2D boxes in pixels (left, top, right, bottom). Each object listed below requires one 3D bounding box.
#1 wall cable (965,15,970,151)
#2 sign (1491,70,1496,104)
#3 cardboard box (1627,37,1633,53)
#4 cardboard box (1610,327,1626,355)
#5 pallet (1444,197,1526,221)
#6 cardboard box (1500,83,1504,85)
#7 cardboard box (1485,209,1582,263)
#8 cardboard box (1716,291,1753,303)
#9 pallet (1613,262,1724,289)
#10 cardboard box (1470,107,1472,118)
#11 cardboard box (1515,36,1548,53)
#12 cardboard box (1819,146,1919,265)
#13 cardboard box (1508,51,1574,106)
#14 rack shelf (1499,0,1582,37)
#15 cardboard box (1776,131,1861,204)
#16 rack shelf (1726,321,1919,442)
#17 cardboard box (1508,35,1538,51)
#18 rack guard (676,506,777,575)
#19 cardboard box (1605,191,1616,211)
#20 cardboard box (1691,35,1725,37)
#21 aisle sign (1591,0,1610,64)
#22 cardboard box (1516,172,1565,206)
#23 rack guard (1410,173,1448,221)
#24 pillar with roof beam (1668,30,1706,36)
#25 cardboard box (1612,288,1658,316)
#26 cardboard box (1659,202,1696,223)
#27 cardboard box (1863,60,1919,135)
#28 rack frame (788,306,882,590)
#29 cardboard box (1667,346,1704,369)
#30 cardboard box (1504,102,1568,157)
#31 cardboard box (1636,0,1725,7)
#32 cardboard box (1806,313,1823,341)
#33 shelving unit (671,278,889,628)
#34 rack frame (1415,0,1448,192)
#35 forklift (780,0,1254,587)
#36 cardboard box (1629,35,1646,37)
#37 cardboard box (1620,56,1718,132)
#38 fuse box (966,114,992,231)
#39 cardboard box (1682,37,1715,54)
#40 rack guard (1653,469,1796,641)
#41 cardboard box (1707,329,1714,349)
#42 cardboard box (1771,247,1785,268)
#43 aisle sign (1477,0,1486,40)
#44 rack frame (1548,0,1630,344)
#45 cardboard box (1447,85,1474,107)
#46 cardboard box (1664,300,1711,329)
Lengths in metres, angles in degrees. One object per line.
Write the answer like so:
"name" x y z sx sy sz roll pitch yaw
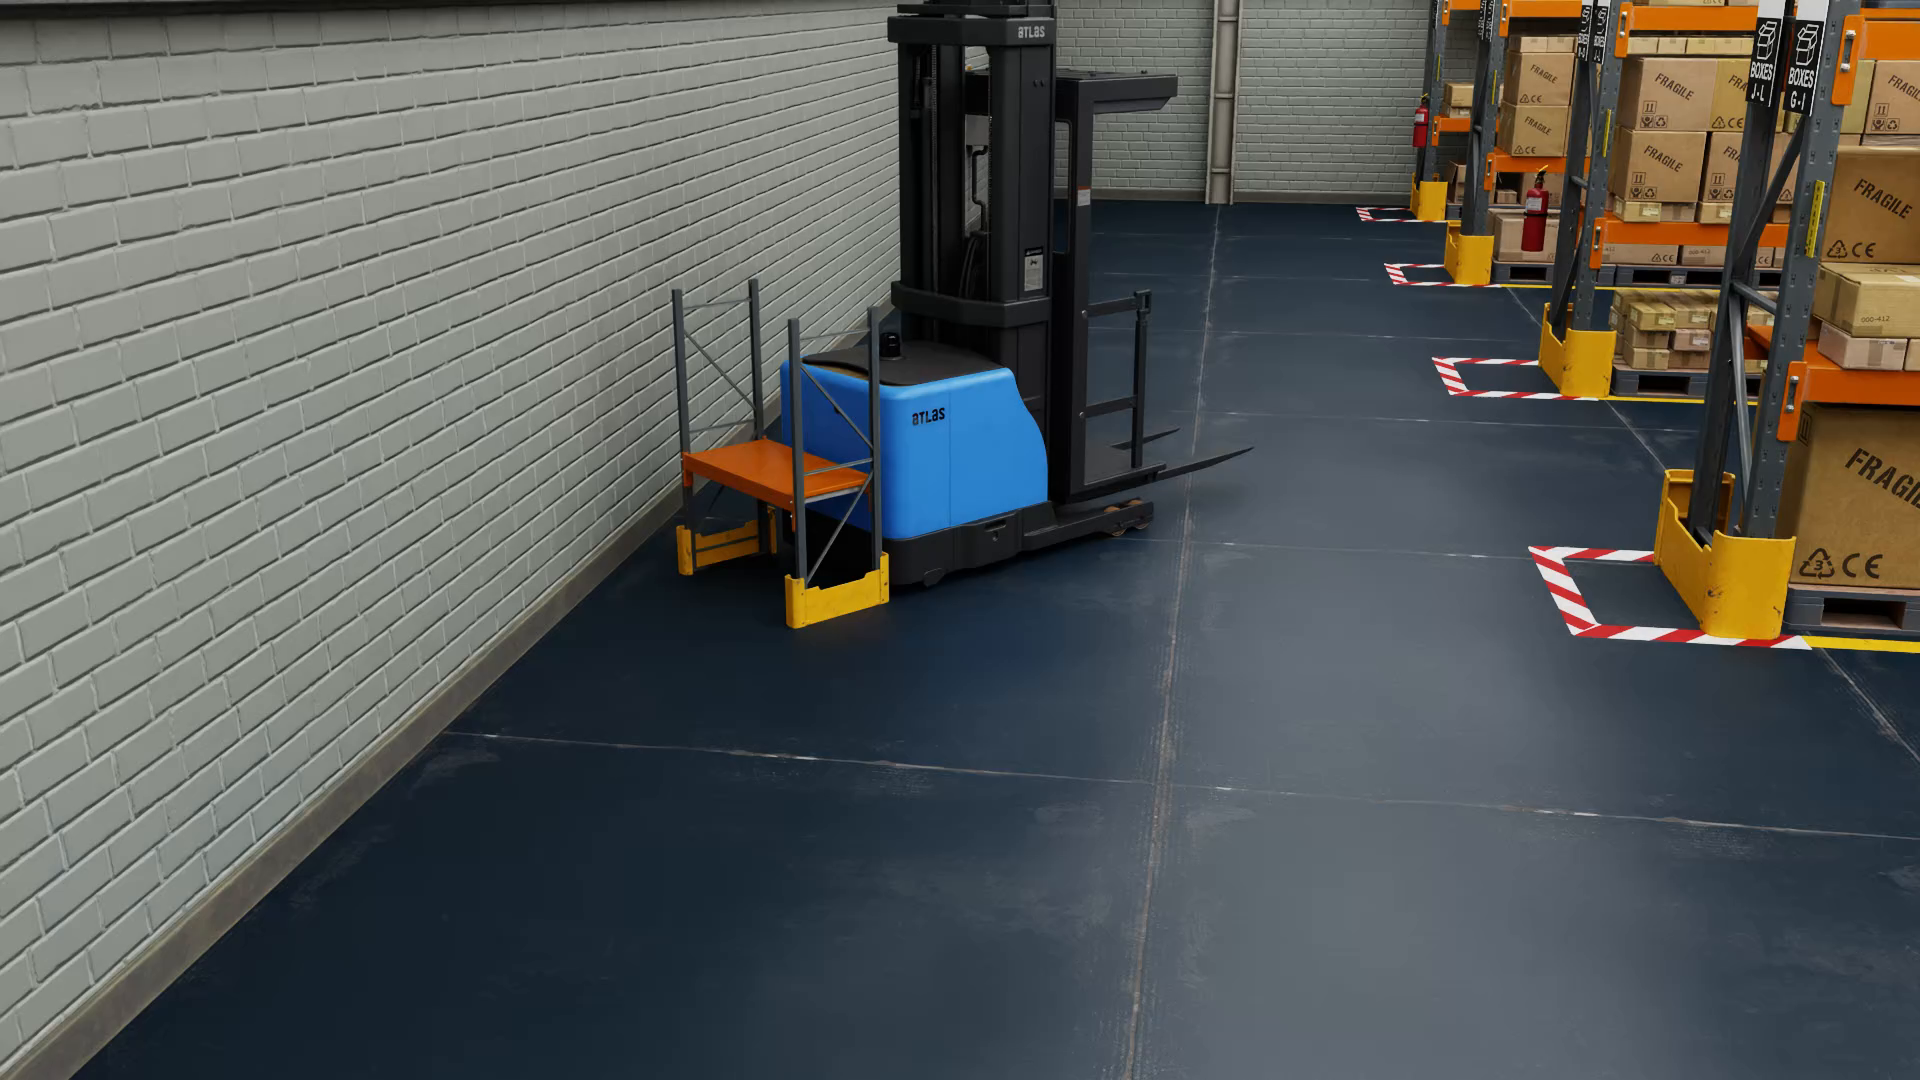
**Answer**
"wall cable" 0.058 -5.442 19.238 0.122 1.984 0.588 3 19 9
"sign" 5.321 -4.513 16.575 0.005 0.325 0.100 3 19 9
"cardboard box" 6.493 -4.916 16.511 0.250 0.149 0.380 2 19 7
"cardboard box" 5.282 -1.569 13.095 0.250 0.149 0.380 3 19 10
"pallet" 7.061 -4.428 22.204 1.213 0.211 1.003 3 19 9
"cardboard box" 7.204 -5.897 21.969 0.500 0.250 0.500 3 19 9
"cardboard box" 6.083 -3.221 17.578 0.875 0.438 0.875 2 19 7
"cardboard box" 6.053 -1.828 12.932 0.250 0.149 0.380 2 19 6
"pallet" 7.418 -2.838 17.453 1.213 0.211 1.003 3 19 9
"cardboard box" 6.738 -5.574 21.630 0.250 0.149 0.380 3 19 10
"cardboard box" 5.722 -4.963 16.653 0.250 0.149 0.380 3 19 10
"cardboard box" 4.366 -1.617 7.995 0.500 0.500 0.500 3 19 9
"cardboard box" 5.844 -4.647 16.730 0.500 0.500 0.500 3 19 7
"rack shelf" 7.390 -5.219 16.581 4.000 0.370 1.077 3 19 9
"cardboard box" 6.143 -2.714 12.062 0.500 0.500 0.500 3 19 9
"rack shelf" 5.818 -0.692 7.778 4.000 0.370 1.077 3 19 9
"cardboard box" 5.801 -5.112 17.100 0.250 0.149 0.380 3 19 9
"rack guard" -1.245 0.000 8.909 0.587 0.250 0.087 -15 24 -38
"cardboard box" 5.096 -2.636 12.849 0.250 0.149 0.380 3 19 9
"cardboard box" 7.593 -5.046 16.901 0.250 0.149 0.380 3 19 9
"aisle sign" 4.610 -3.825 11.911 0.004 0.787 0.394 3 19 9
"cardboard box" 7.625 -4.692 21.876 0.500 0.500 0.700 4 19 11
"rack guard" 6.274 -4.605 22.277 0.348 0.500 1.175 3 19 9
"pillar with roof beam" 8.921 -7.406 17.256 0.400 9.000 9.100 3 19 9
"cardboard box" 5.293 -1.865 13.042 0.250 0.149 0.380 3 19 9
"cardboard box" 5.255 -2.445 12.278 0.250 0.149 0.380 4 19 11
"cardboard box" 6.644 -3.158 11.813 0.500 0.500 0.500 2 19 7
"rack frame" -0.588 -0.347 7.976 0.500 1.500 0.032 -15 24 -38
"cardboard box" 5.468 -1.416 12.638 0.250 0.149 0.380 3 19 8
"cardboard box" 5.843 -4.172 16.887 0.500 0.500 0.500 3 19 8
"cardboard box" 5.132 -3.931 11.834 0.500 0.250 0.500 4 19 11
"cardboard box" 4.247 -1.100 8.259 0.250 0.149 0.380 3 19 10
"shelving unit" -0.922 -0.472 8.350 0.587 1.500 1.083 -15 24 -38
"rack frame" 6.199 -5.794 21.892 0.127 3.000 1.000 3 19 9
"forklift" 0.472 -1.522 9.232 3.031 2.935 1.130 -16 24 -39
"cardboard box" 6.813 -5.060 16.942 0.250 0.149 0.380 3 19 8
"cardboard box" 5.131 -3.240 12.056 0.500 0.500 0.500 3 19 8
"fuse box" 0.321 -4.555 20.219 0.414 1.711 0.539 3 19 9
"cardboard box" 7.246 -4.872 16.381 0.250 0.149 0.380 2 19 7
"rack guard" 3.819 0.050 8.365 0.348 0.500 1.175 3 19 9
"cardboard box" 5.723 -1.548 12.565 0.250 0.149 0.380 3 19 9
"cardboard box" 8.762 -3.087 17.177 0.875 0.438 0.875 3 19 8
"aisle sign" 5.393 -5.572 17.132 0.004 0.787 0.394 3 19 9
"rack frame" 4.730 -2.683 12.593 0.127 3.000 1.000 3 19 9
"cardboard box" 6.604 -5.756 21.548 0.500 0.250 0.500 3 19 9
"cardboard box" 5.484 -1.703 12.559 0.250 0.149 0.380 3 19 10
